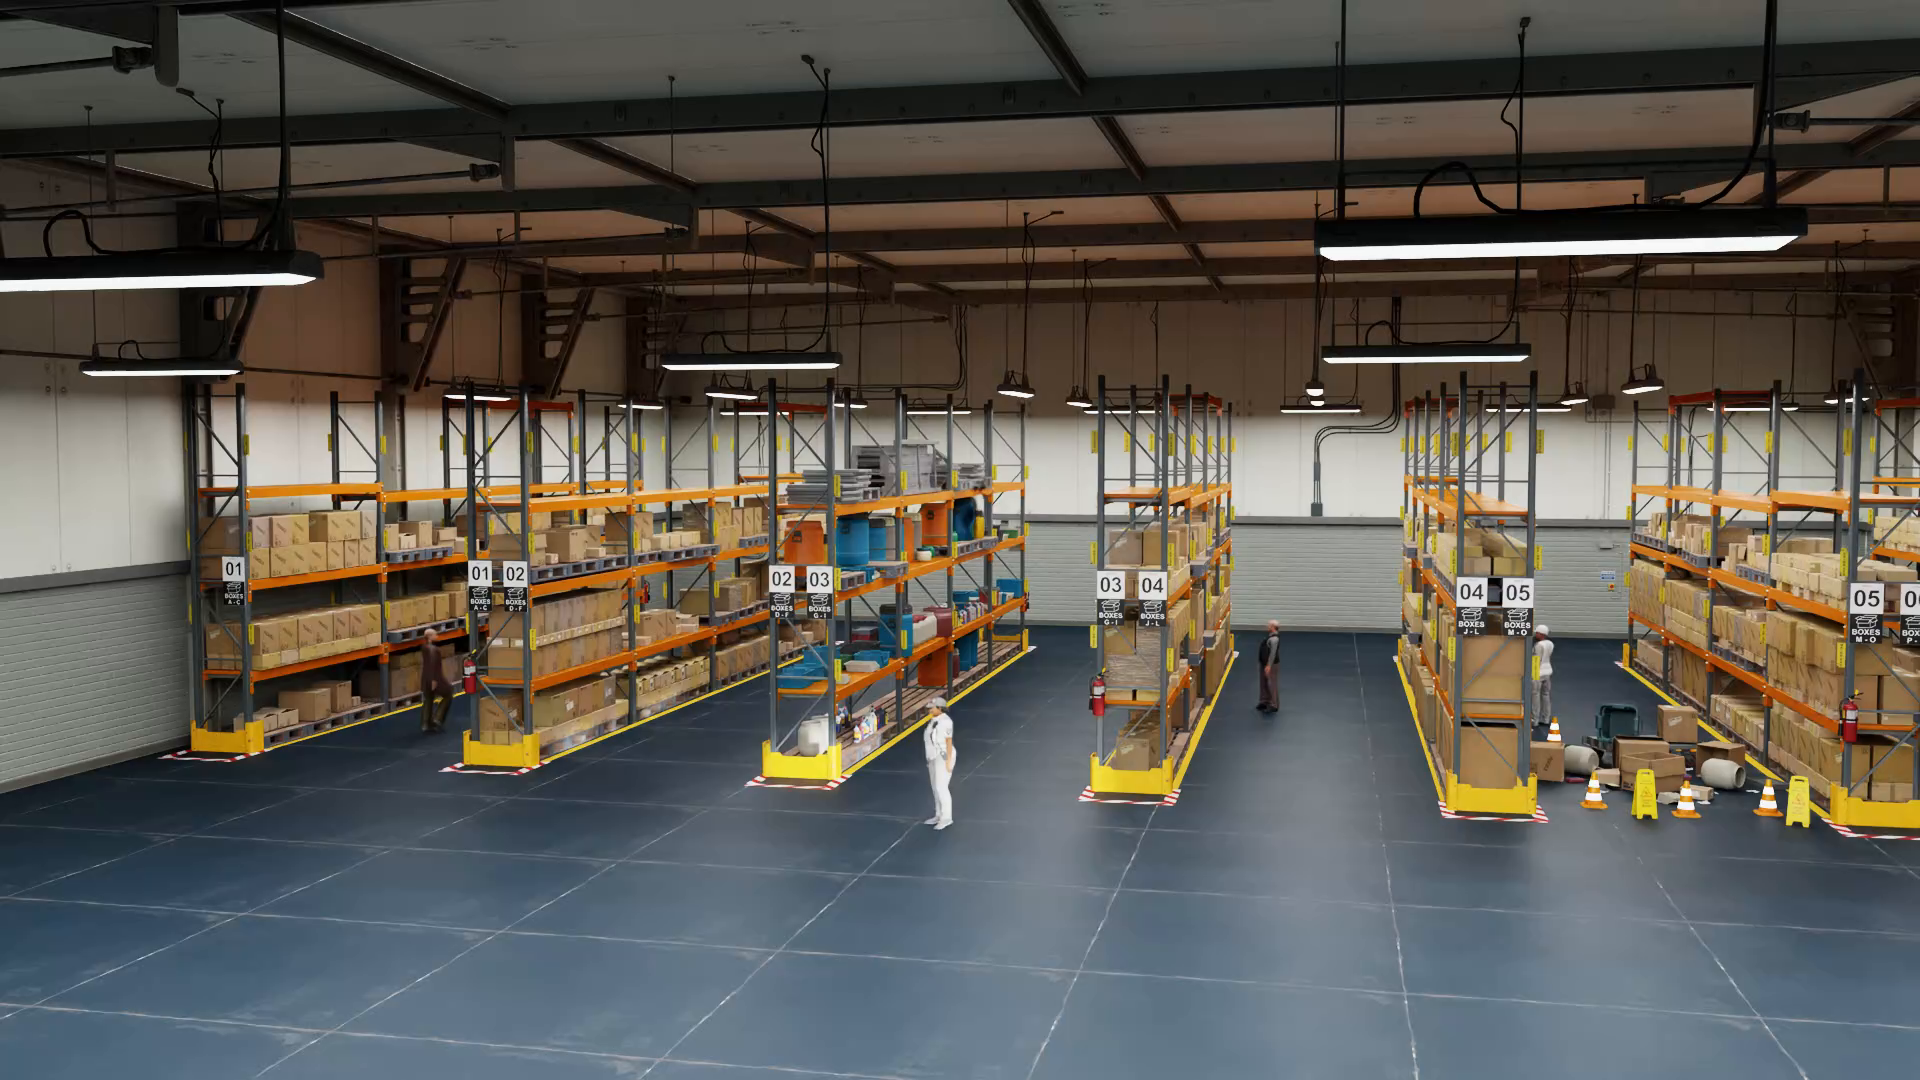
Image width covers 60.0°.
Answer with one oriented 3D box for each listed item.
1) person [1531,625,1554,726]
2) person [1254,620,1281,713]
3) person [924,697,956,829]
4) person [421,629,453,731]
[{"bbox_3d":[10.378,2.413,29.767,0.596,1.792,0.438,-2,4,-27],"label":"person"},{"bbox_3d":[5.804,2.357,31.250,0.486,1.707,0.594,0,3,-8],"label":"person"},{"bbox_3d":[-0.261,2.931,21.933,0.394,1.707,0.563,-1,4,-22],"label":"person"},{"bbox_3d":[-9.190,2.463,29.074,0.555,1.833,0.532,2,4,33],"label":"person"}]
